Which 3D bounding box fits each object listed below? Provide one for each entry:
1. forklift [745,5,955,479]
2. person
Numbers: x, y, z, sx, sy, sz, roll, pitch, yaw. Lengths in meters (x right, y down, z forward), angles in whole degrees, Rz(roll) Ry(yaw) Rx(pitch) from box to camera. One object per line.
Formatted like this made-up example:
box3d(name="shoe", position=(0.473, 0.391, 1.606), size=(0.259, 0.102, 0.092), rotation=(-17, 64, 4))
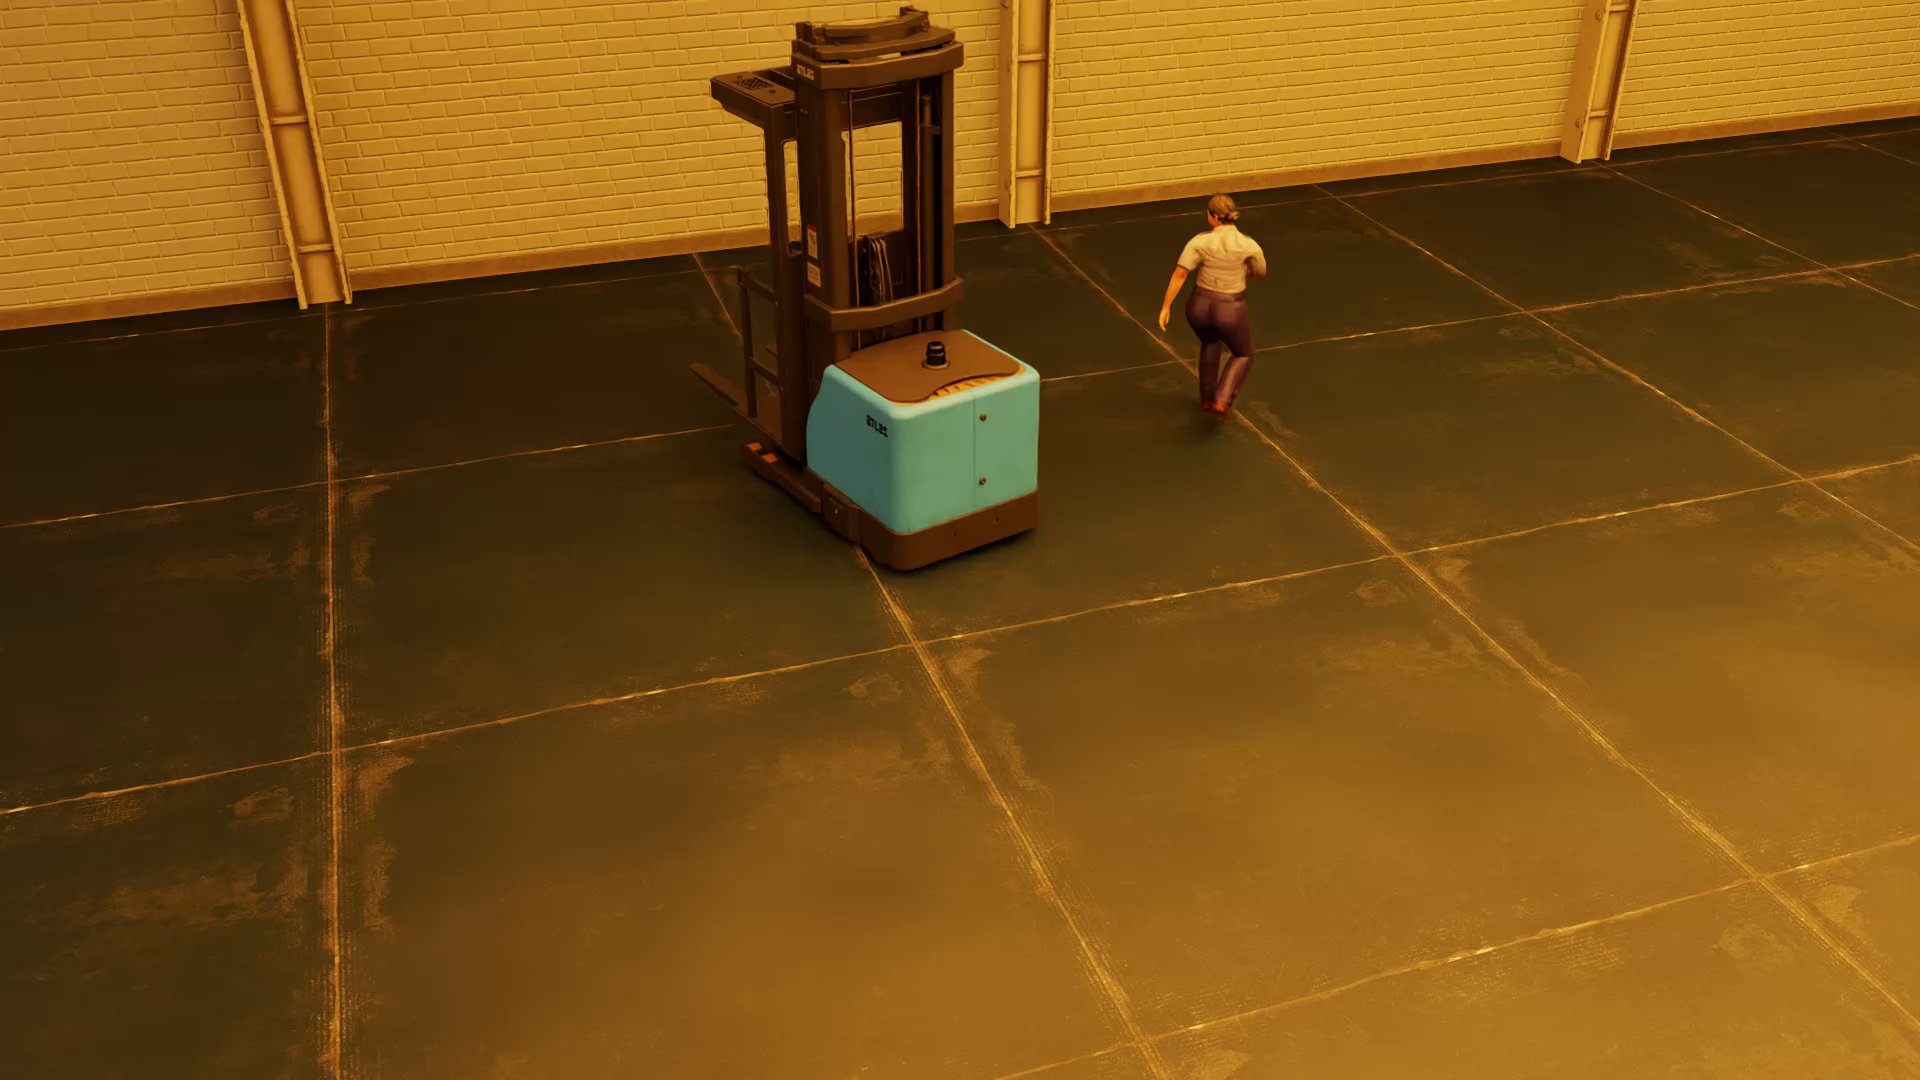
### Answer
box3d(name="forklift", position=(-0.769, -1.783, 10.186), size=(1.121, 2.935, 3.031), rotation=(-19, 35, -30))
box3d(name="person", position=(1.719, -1.561, 11.169), size=(0.597, 1.589, 0.639), rotation=(15, 33, 24))
